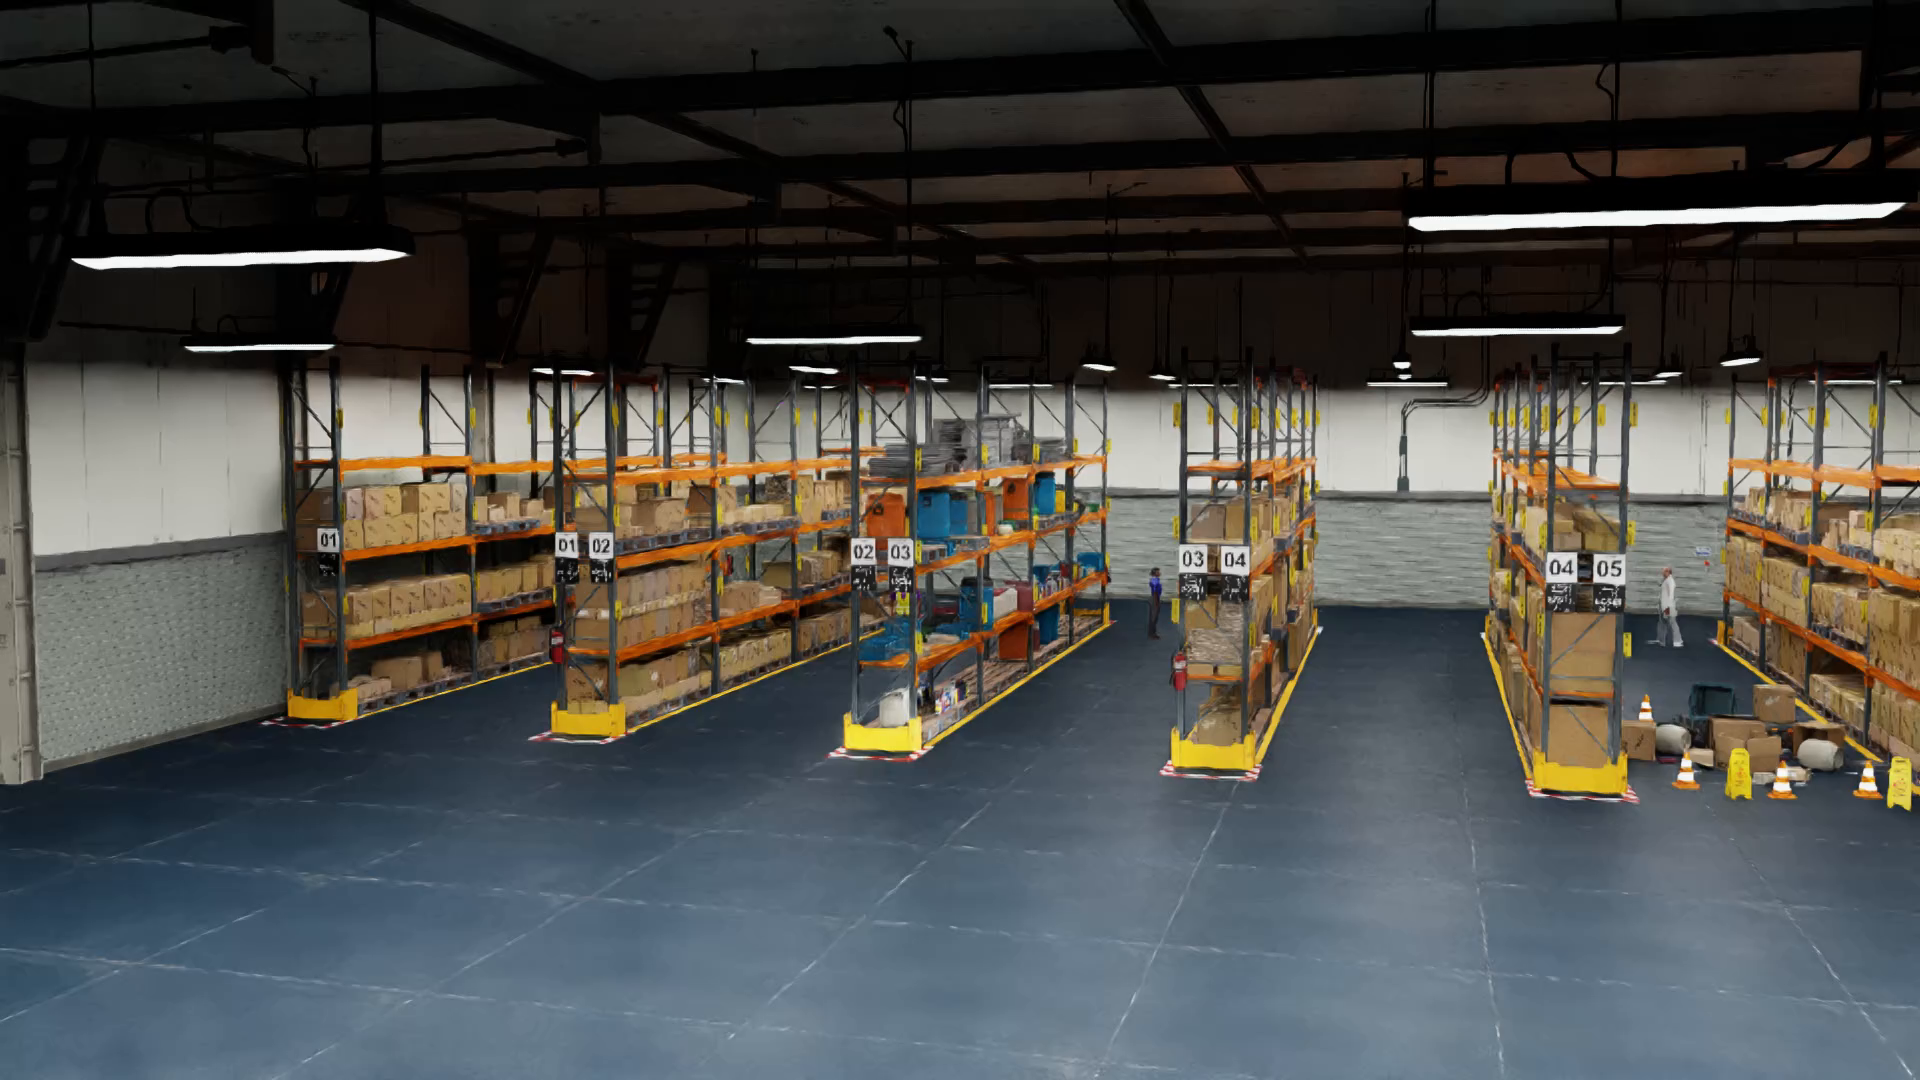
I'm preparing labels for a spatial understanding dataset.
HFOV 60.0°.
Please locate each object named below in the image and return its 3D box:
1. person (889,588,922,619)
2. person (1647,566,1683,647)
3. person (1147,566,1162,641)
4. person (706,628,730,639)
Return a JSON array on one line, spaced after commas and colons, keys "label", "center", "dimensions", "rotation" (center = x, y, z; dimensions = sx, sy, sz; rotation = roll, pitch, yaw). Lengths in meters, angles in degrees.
[{"label": "person", "center": [-1.169, 1.565, 35.273], "dimensions": [0.709, 1.714, 0.578], "rotation": [1, 4, 13]}, {"label": "person", "center": [15.459, 1.445, 36.398], "dimensions": [0.677, 1.774, 0.807], "rotation": [1, 4, 10]}, {"label": "person", "center": [4.385, 1.421, 37.380], "dimensions": [0.373, 1.648, 0.587], "rotation": [0, 4, 2]}, {"label": "person", "center": [-5.121, 1.579, 35.291], "dimensions": [0.543, 1.649, 1.119], "rotation": [1, 4, 13]}]
